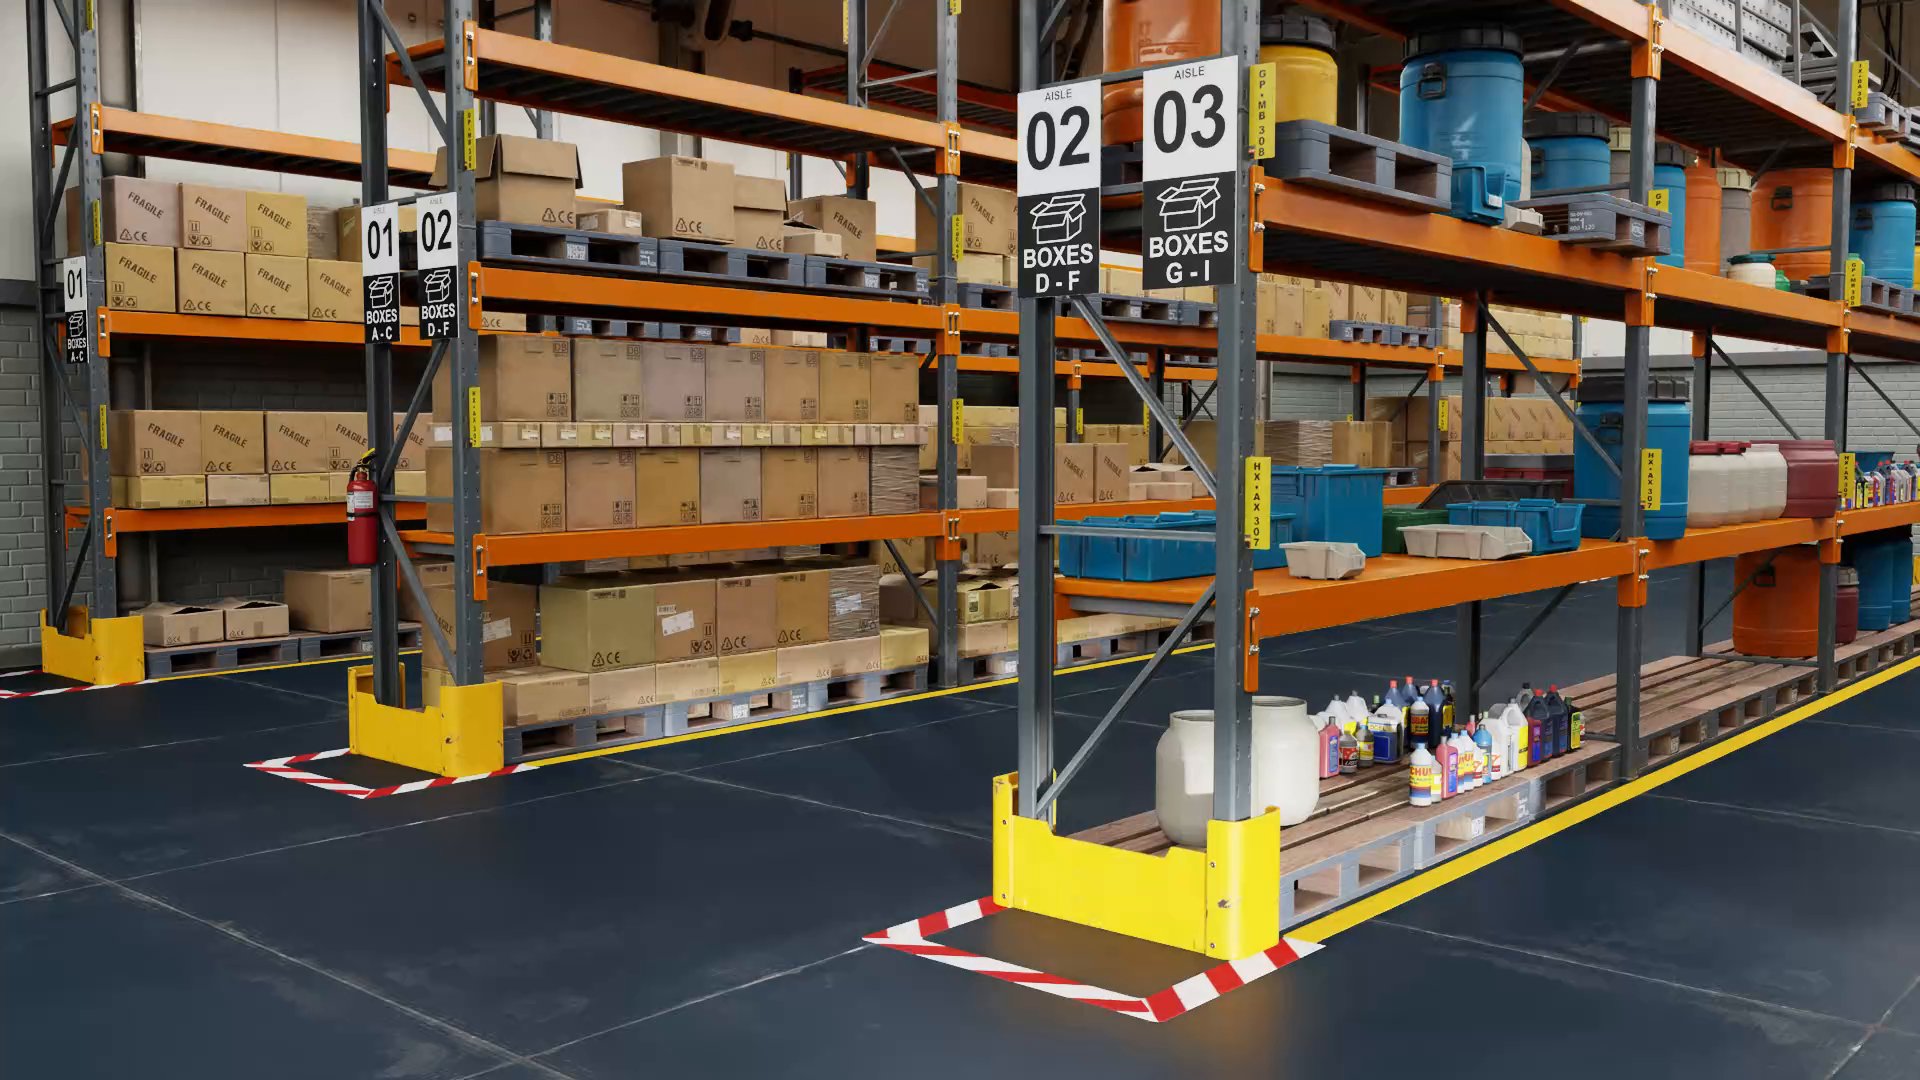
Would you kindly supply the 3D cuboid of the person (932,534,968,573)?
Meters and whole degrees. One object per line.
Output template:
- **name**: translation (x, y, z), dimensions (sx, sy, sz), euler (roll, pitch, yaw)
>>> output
- **person**: translation (-0.160, -0.036, 16.818), dimensions (0.441, 1.651, 0.638), euler (-1, 4, -15)
